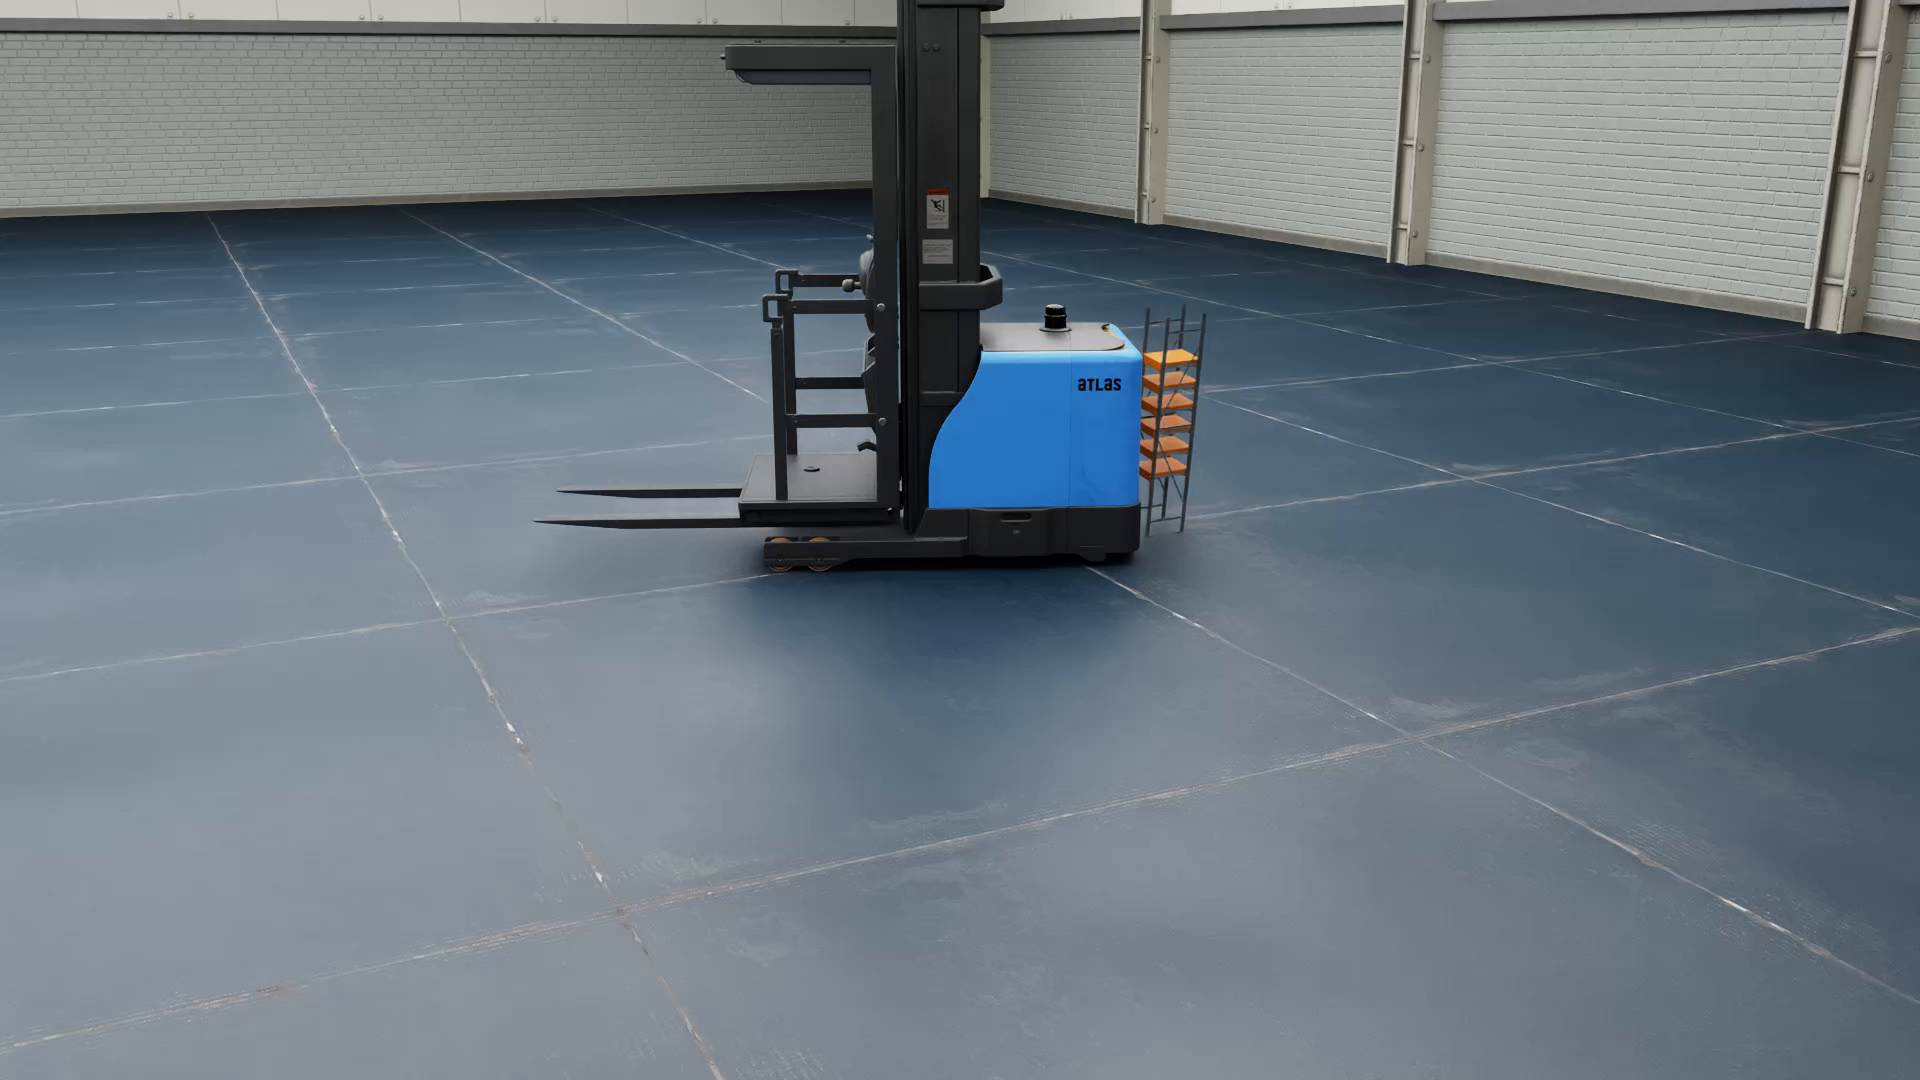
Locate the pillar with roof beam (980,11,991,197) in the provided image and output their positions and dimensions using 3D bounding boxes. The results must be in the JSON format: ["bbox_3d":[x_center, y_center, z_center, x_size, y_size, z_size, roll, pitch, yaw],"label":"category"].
[{"bbox_3d":[-3.534,-10.248,28.148,9.100,9.000,0.400,-8,18,-25],"label":"pillar with roof beam"}]

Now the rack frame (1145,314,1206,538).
[{"bbox_3d":[1.113,-0.579,8.599,0.240,1.200,0.006,-9,27,-25],"label":"rack frame"}]

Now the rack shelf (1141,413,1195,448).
[{"bbox_3d":[1.070,-0.573,8.691,0.258,0.103,0.180,-9,27,-25],"label":"rack shelf"}]

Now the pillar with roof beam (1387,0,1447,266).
[{"bbox_3d":[1.723,-7.273,17.780,9.100,9.000,0.400,-8,18,-25],"label":"pillar with roof beam"}]

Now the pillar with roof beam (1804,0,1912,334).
[{"bbox_3d":[4.352,-5.785,12.595,9.100,9.000,0.400,-8,18,-25],"label":"pillar with roof beam"}]

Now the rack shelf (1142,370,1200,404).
[{"bbox_3d":[1.080,-0.792,8.593,0.258,0.103,0.180,-9,27,-25],"label":"rack shelf"}]

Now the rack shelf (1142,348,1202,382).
[{"bbox_3d":[1.085,-0.902,8.544,0.258,0.103,0.180,-9,27,-25],"label":"rack shelf"}]

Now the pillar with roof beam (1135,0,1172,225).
[{"bbox_3d":[-0.905,-8.760,22.964,9.100,9.000,0.400,-8,18,-25],"label":"pillar with roof beam"}]

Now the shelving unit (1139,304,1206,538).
[{"bbox_3d":[1.072,-0.613,8.673,0.258,1.200,0.189,-9,27,-25],"label":"shelving unit"}]

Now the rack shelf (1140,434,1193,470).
[{"bbox_3d":[1.065,-0.463,8.739,0.258,0.103,0.180,-9,27,-25],"label":"rack shelf"}]

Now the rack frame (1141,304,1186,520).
[{"bbox_3d":[1.031,-0.648,8.747,0.240,1.200,0.006,-9,27,-25],"label":"rack frame"}]

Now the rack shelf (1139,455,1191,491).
[{"bbox_3d":[1.060,-0.354,8.788,0.258,0.103,0.180,-9,27,-25],"label":"rack shelf"}]

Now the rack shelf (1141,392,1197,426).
[{"bbox_3d":[1.075,-0.682,8.642,0.258,0.103,0.180,-9,27,-25],"label":"rack shelf"}]

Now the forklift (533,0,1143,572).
[{"bbox_3d":[-0.630,-1.401,8.319,3.031,2.935,1.130,-1,16,-3],"label":"forklift"}]
